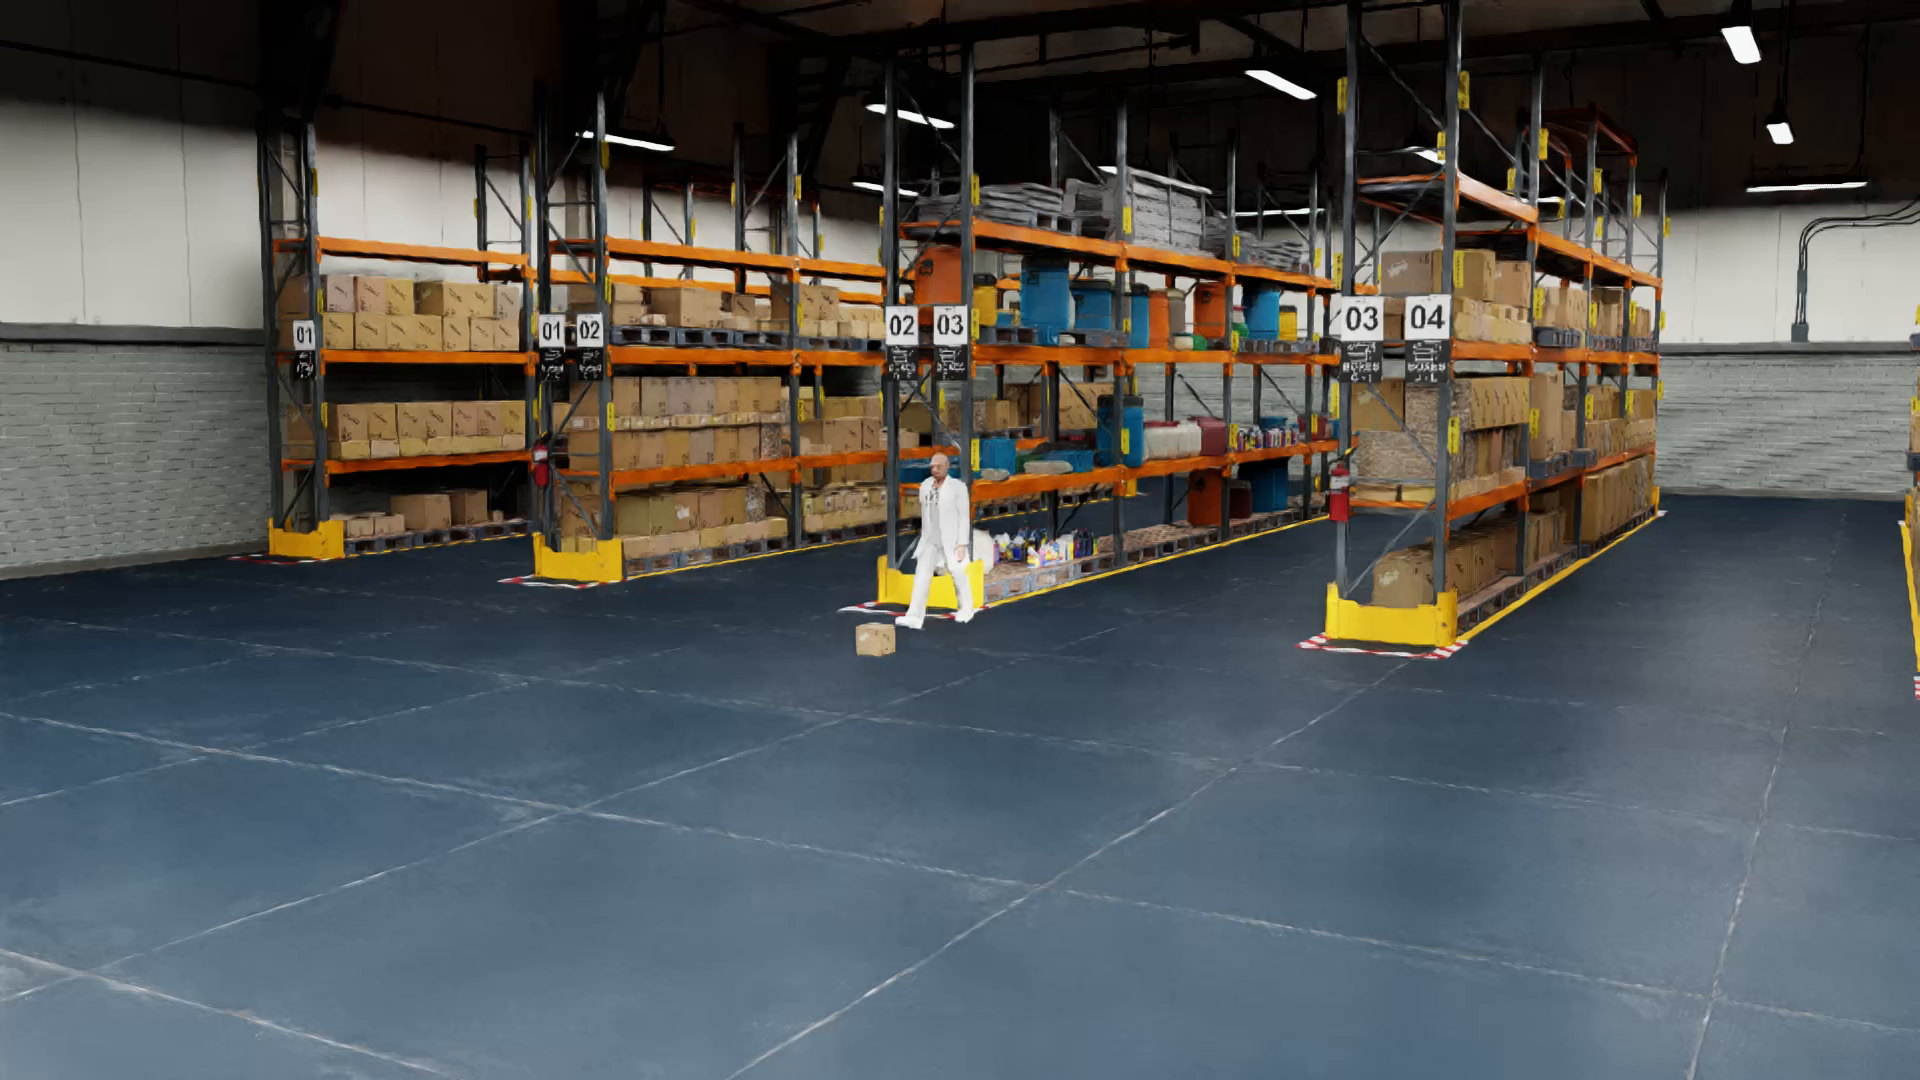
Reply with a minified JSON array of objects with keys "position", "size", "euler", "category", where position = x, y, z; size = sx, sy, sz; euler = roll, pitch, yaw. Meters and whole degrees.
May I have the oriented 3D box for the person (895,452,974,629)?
[{"position":[-0.188,-0.003,16.164],"size":[0.595,1.699,1.177],"euler":[3,6,26],"category":"person"}]
